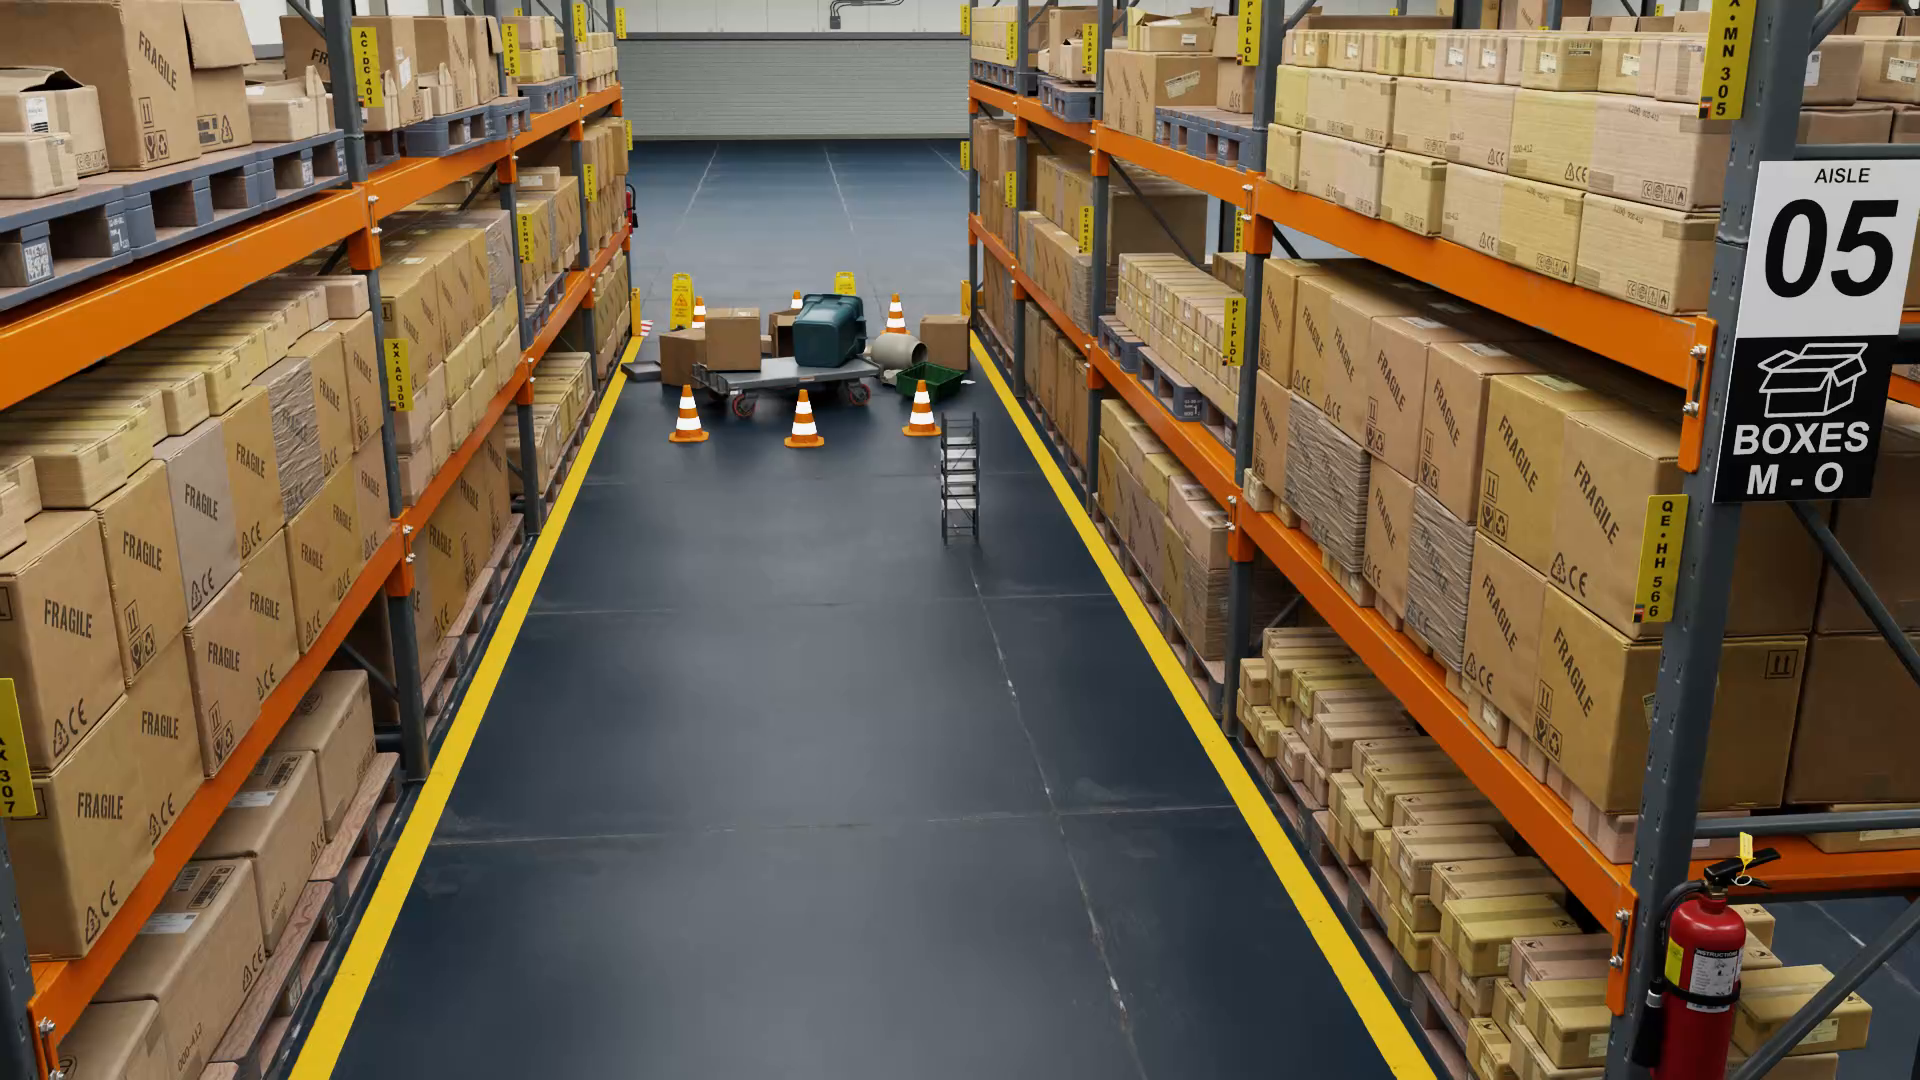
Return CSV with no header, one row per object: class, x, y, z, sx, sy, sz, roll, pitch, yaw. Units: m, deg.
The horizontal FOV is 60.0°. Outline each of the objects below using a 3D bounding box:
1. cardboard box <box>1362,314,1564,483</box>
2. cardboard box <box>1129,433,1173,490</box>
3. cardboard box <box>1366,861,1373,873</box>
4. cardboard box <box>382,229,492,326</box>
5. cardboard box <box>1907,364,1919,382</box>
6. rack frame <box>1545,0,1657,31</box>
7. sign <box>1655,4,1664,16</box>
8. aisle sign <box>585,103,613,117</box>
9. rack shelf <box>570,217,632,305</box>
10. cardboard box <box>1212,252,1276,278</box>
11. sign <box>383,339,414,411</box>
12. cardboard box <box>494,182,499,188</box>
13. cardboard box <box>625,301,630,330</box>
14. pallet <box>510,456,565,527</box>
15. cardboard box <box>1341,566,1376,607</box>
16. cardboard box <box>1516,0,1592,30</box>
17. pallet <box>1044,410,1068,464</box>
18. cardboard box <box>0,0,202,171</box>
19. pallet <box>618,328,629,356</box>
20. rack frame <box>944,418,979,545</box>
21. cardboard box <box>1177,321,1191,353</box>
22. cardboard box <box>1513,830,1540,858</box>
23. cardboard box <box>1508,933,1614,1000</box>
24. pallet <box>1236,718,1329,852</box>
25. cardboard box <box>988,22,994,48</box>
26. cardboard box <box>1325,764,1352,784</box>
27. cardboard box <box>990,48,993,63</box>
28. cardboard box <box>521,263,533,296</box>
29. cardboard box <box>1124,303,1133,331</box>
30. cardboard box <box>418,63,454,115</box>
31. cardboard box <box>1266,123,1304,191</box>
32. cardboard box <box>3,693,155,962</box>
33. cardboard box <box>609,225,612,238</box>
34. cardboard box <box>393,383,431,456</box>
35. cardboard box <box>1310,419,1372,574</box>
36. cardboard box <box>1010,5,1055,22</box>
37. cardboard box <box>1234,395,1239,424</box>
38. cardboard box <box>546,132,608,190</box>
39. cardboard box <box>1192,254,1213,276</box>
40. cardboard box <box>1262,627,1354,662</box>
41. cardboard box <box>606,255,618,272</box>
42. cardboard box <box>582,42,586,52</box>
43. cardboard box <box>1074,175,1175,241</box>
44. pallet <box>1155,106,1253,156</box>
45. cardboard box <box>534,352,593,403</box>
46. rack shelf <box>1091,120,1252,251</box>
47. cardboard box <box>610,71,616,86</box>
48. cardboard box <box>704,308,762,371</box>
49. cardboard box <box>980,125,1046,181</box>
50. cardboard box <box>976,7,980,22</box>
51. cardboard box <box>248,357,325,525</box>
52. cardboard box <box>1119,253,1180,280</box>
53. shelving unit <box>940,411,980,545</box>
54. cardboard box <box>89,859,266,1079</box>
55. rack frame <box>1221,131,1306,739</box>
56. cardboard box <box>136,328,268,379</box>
cardboard box,1.795,-0.519,5.989,0.500,0.500,0.500,-2,18,-8
cardboard box,1.358,-0.498,10.474,0.500,0.250,0.500,-2,18,-5
cardboard box,1.845,1.287,6.627,0.380,0.149,0.250,-1,17,-4
cardboard box,-3.057,-1.539,9.735,0.500,0.500,0.500,-2,18,-6
cardboard box,6.322,-1.206,10.345,0.500,0.500,0.500,-2,18,-5
rack frame,5.969,-5.821,15.195,1.000,3.000,0.127,-2,18,-6
sign,6.520,-4.843,15.566,0.100,0.325,0.005,-2,18,-6
aisle sign,-4.019,-5.112,18.612,0.394,0.787,0.004,-2,18,-6
rack shelf,-4.095,-2.905,17.124,1.077,0.370,4.000,-2,18,-6
cardboard box,1.944,-1.876,11.371,0.380,0.149,0.250,-2,18,-8
sign,-2.511,-0.737,7.441,0.100,0.325,0.005,-2,18,-6
cardboard box,-4.073,-2.745,14.047,0.500,0.500,0.500,-2,18,-5
cardboard box,-3.948,-2.493,18.500,0.500,0.250,0.500,-2,18,-6
pallet,-3.555,-0.363,12.482,1.003,0.211,1.213,-2,18,-6
cardboard box,1.738,0.153,6.601,0.380,0.149,0.250,-1,17,-3
cardboard box,5.669,-4.944,15.912,0.500,0.500,0.500,-2,18,-7
pallet,1.308,-0.913,14.234,1.003,0.211,1.213,-2,18,-6
cardboard box,-2.709,-1.409,5.116,0.500,0.500,0.500,-1,17,-5
pallet,-4.245,-2.248,18.485,1.003,0.211,1.213,-2,18,-6
rack frame,0.011,-0.397,11.438,0.240,0.900,0.006,-2,18,-6
cardboard box,1.473,-1.180,9.648,0.380,0.149,0.250,-2,18,-5
cardboard box,2.269,1.205,6.394,0.380,0.149,0.250,-1,17,-3
cardboard box,1.987,1.389,5.310,0.380,0.149,0.250,-1,17,-5
pallet,1.954,1.077,7.893,1.003,0.211,1.213,-2,18,-6
cardboard box,0.564,-5.174,17.028,0.500,0.250,0.500,-2,18,-6
cardboard box,1.775,0.991,7.075,0.380,0.149,0.250,-1,17,-3
cardboard box,0.511,-4.948,16.974,0.380,0.149,0.250,-2,18,-6
cardboard box,-3.292,-1.992,11.650,0.500,0.500,0.500,-2,18,-7
cardboard box,1.310,-1.505,11.181,0.380,0.149,0.250,-1,17,-3
cardboard box,-2.904,-2.392,8.803,0.396,0.266,0.258,0,17,-1
cardboard box,1.635,-1.666,7.217,0.500,0.250,0.500,-1,17,-3
cardboard box,-2.415,0.723,4.199,0.500,0.500,0.500,-2,18,-6
cardboard box,-3.848,-3.241,17.411,0.380,0.149,0.250,-2,18,-6
cardboard box,-2.828,-0.576,7.919,0.500,0.250,0.500,-2,18,-7
cardboard box,1.725,-0.188,6.605,0.500,0.500,0.500,-2,18,-7
cardboard box,0.670,-4.874,15.408,0.380,0.149,0.250,-2,18,-6
cardboard box,1.612,-0.645,8.441,0.380,0.149,0.250,-2,18,-7
cardboard box,-3.749,-3.610,15.835,0.700,0.500,0.500,-2,18,-5
cardboard box,1.660,-1.834,12.343,0.500,0.500,0.500,-2,17,-5
cardboard box,1.679,0.533,8.037,0.380,0.149,0.250,-1,17,-3
cardboard box,-3.806,-2.909,17.488,0.380,0.149,0.250,-1,17,-3
cardboard box,-3.670,-4.604,15.414,0.380,0.149,0.250,-2,18,-7
cardboard box,1.292,-2.606,13.134,0.700,0.500,0.500,-2,18,-6
pallet,1.782,-2.290,9.268,1.213,0.211,1.003,-2,18,-6
cardboard box,-3.832,-1.443,14.951,0.950,0.372,0.625,-2,17,-5
rack shelf,1.644,-2.136,9.666,1.077,0.370,4.000,-2,18,-6
cardboard box,-3.928,-4.985,17.959,0.380,0.149,0.250,-2,18,-5
cardboard box,-2.121,-1.885,15.583,0.500,0.500,0.500,-2,18,-6
cardboard box,0.683,-4.170,17.899,0.875,0.550,0.550,-2,18,-6
cardboard box,0.382,-5.707,18.060,0.380,0.149,0.250,-2,18,-6
cardboard box,-2.634,-0.359,5.976,0.500,0.500,0.500,-2,17,-5
cardboard box,1.293,-1.863,11.329,0.380,0.149,0.250,-2,18,-6
shelving unit,0.001,-0.427,11.535,0.258,0.900,0.210,-2,18,-6
cardboard box,-2.921,1.479,5.535,0.875,0.438,0.875,-1,17,-4
rack frame,1.850,-0.452,8.109,1.000,3.000,0.127,-2,18,-6
cardboard box,-2.646,-0.639,5.784,0.380,0.149,0.250,-2,18,-7
